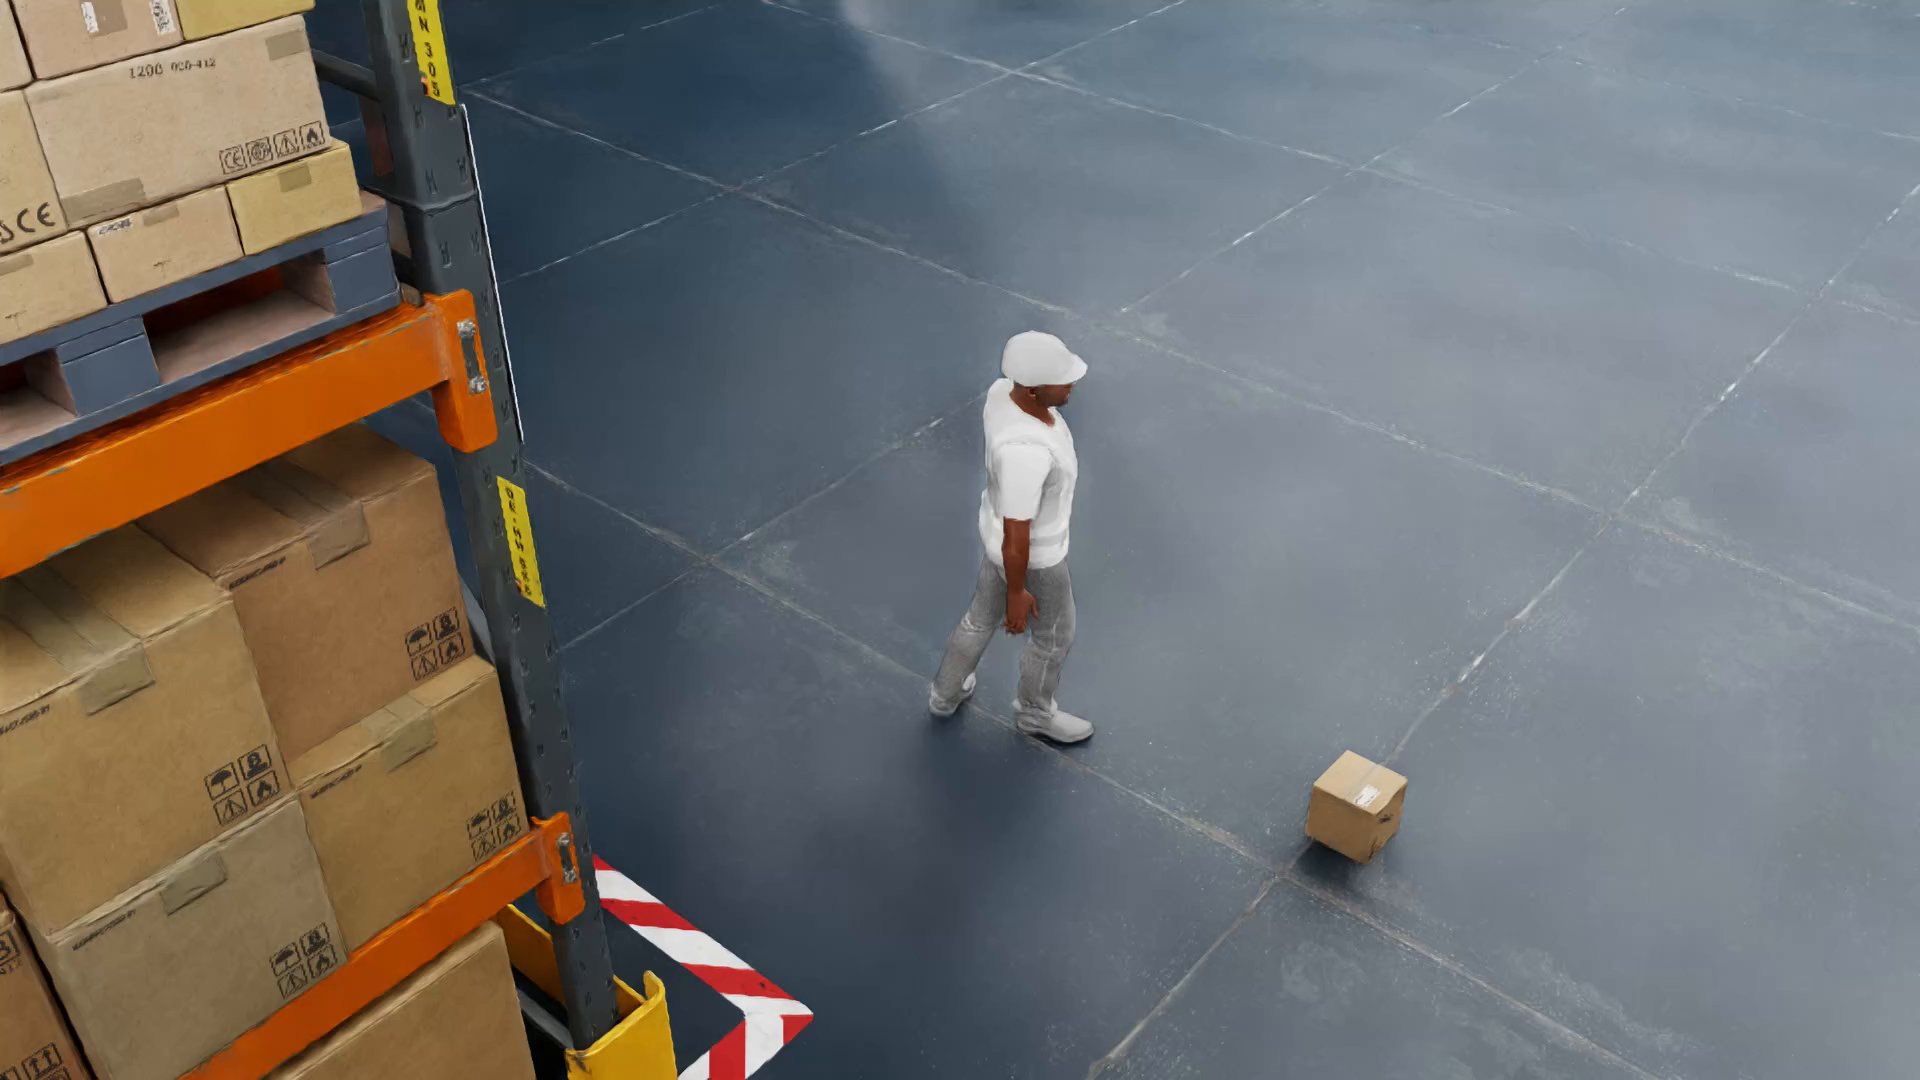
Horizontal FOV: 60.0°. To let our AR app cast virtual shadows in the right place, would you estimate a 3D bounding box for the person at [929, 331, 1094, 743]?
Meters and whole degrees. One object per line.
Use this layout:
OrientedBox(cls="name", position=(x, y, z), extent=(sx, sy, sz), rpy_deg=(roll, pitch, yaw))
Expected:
OrientedBox(cls="person", position=(0.199, 0.009, 6.116), extent=(0.630, 1.754, 0.655), rpy_deg=(-5, 35, -7))
